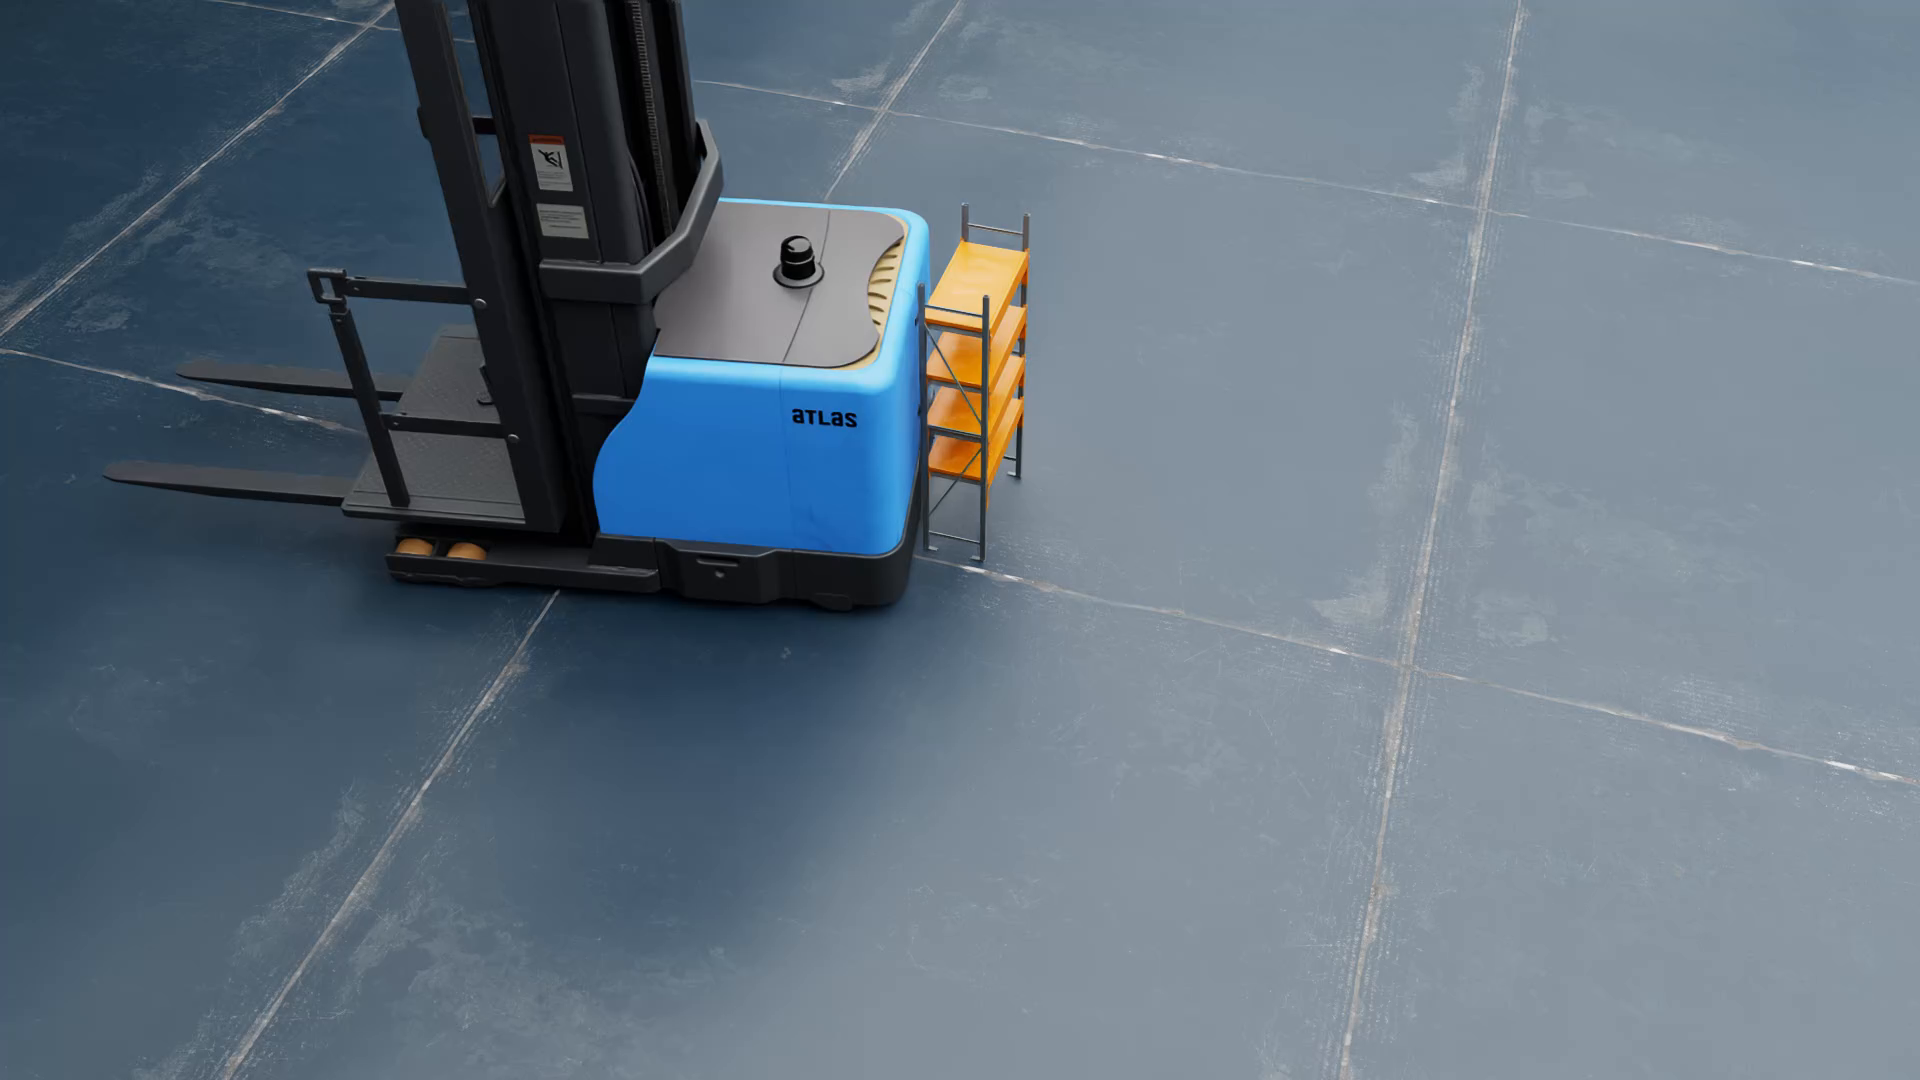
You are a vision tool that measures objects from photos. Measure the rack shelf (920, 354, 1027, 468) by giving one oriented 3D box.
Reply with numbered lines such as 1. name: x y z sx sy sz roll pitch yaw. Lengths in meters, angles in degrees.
1. rack shelf: 0.052 -0.491 5.990 0.258 0.148 0.480 12 46 12

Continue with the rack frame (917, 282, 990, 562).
1. rack frame: -0.020 -0.376 5.776 0.240 1.200 0.015 12 46 12

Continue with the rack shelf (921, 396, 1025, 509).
1. rack shelf: 0.052 -0.349 6.129 0.258 0.148 0.480 12 46 12

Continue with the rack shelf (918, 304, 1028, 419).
1. rack shelf: 0.051 -0.651 5.834 0.258 0.148 0.480 12 46 12

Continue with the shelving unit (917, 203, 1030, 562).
1. shelving unit: 0.052 -0.539 5.943 0.258 1.200 0.503 12 46 12

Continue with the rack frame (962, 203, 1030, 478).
1. rack frame: 0.123 -0.702 6.110 0.240 1.200 0.015 12 46 12

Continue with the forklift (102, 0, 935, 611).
1. forklift: -1.650 -1.240 5.421 3.031 2.935 1.130 5 45 5

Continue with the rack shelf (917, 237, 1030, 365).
1. rack shelf: 0.051 -0.820 5.668 0.258 0.148 0.480 12 46 12
